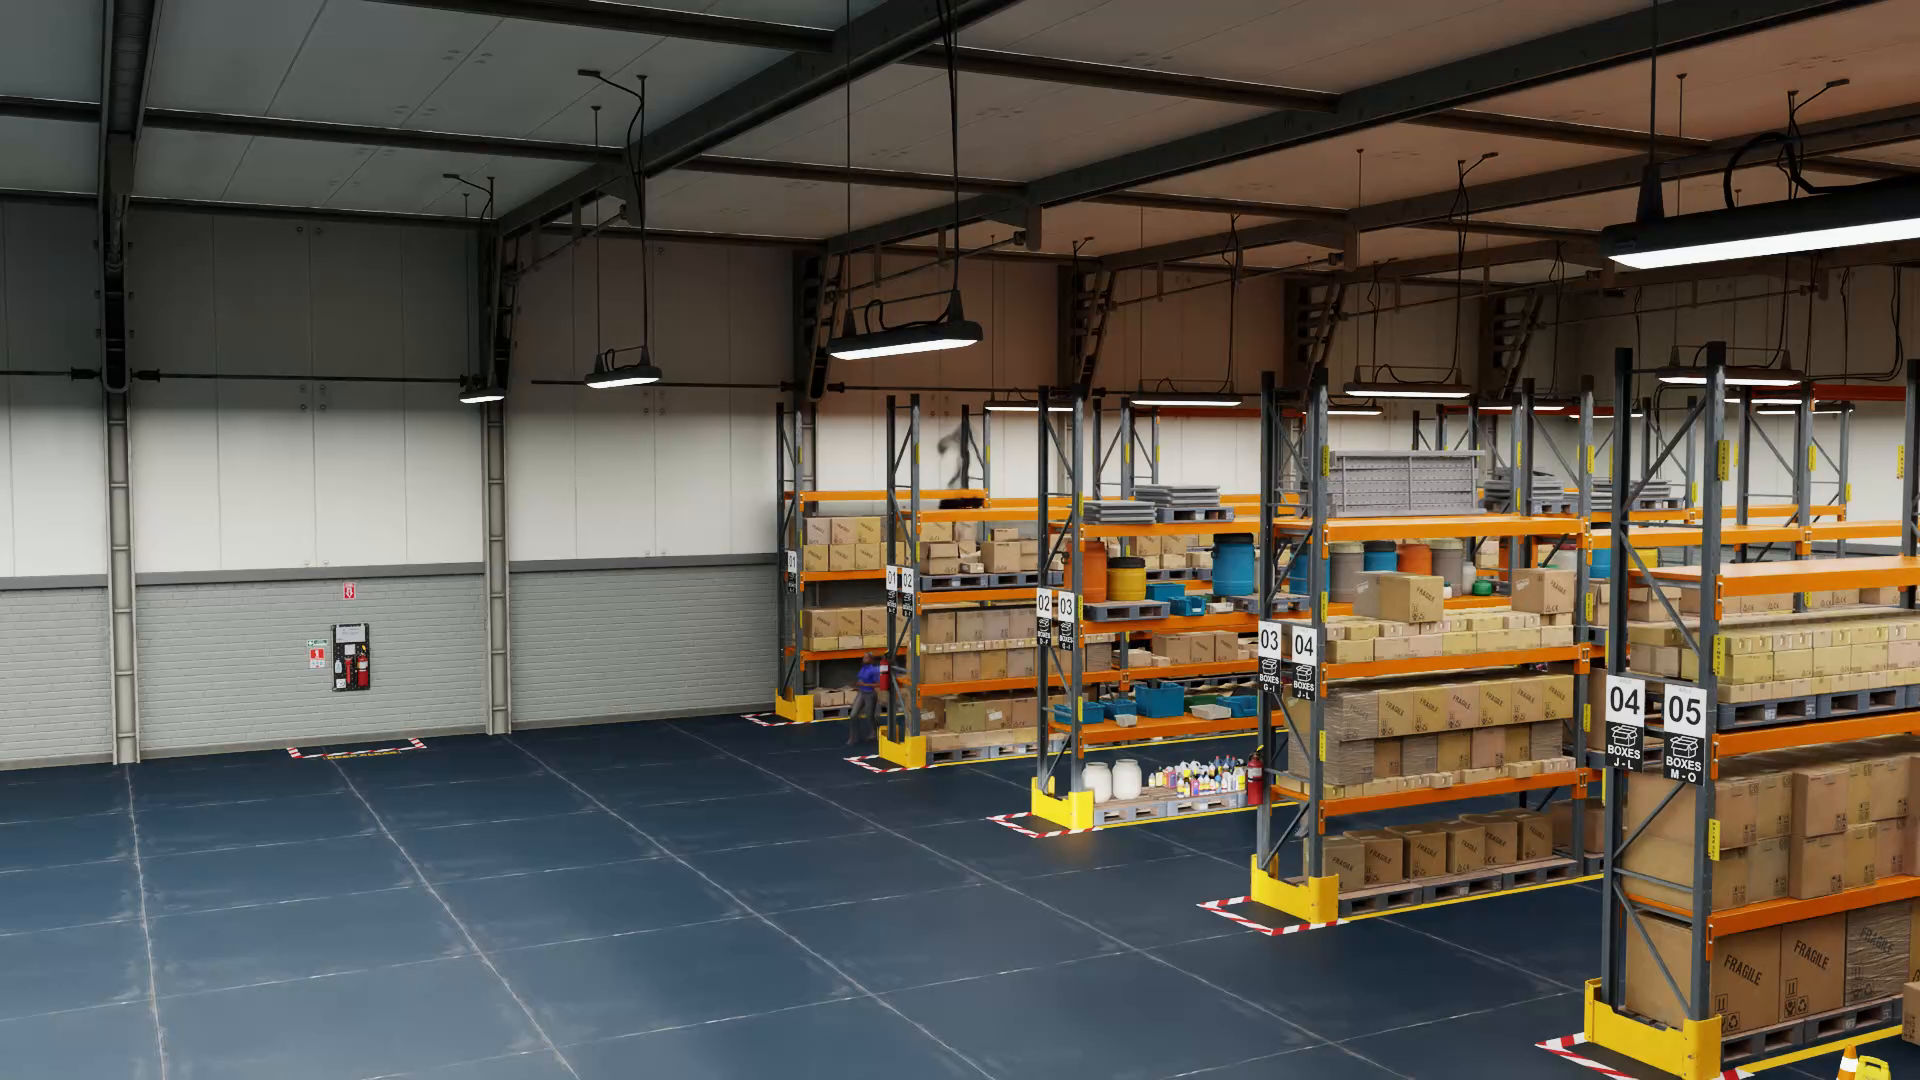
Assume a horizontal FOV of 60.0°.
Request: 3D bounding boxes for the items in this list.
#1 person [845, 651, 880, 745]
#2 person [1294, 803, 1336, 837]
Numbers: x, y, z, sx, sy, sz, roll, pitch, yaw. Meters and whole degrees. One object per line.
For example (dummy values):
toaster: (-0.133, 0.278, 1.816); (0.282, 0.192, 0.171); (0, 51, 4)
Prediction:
person: (-1.549, 2.750, 28.818); (0.638, 1.692, 0.740); (3, 4, 40)
person: (4.803, 3.081, 22.286); (1.006, 1.732, 0.663); (-3, 4, -44)
